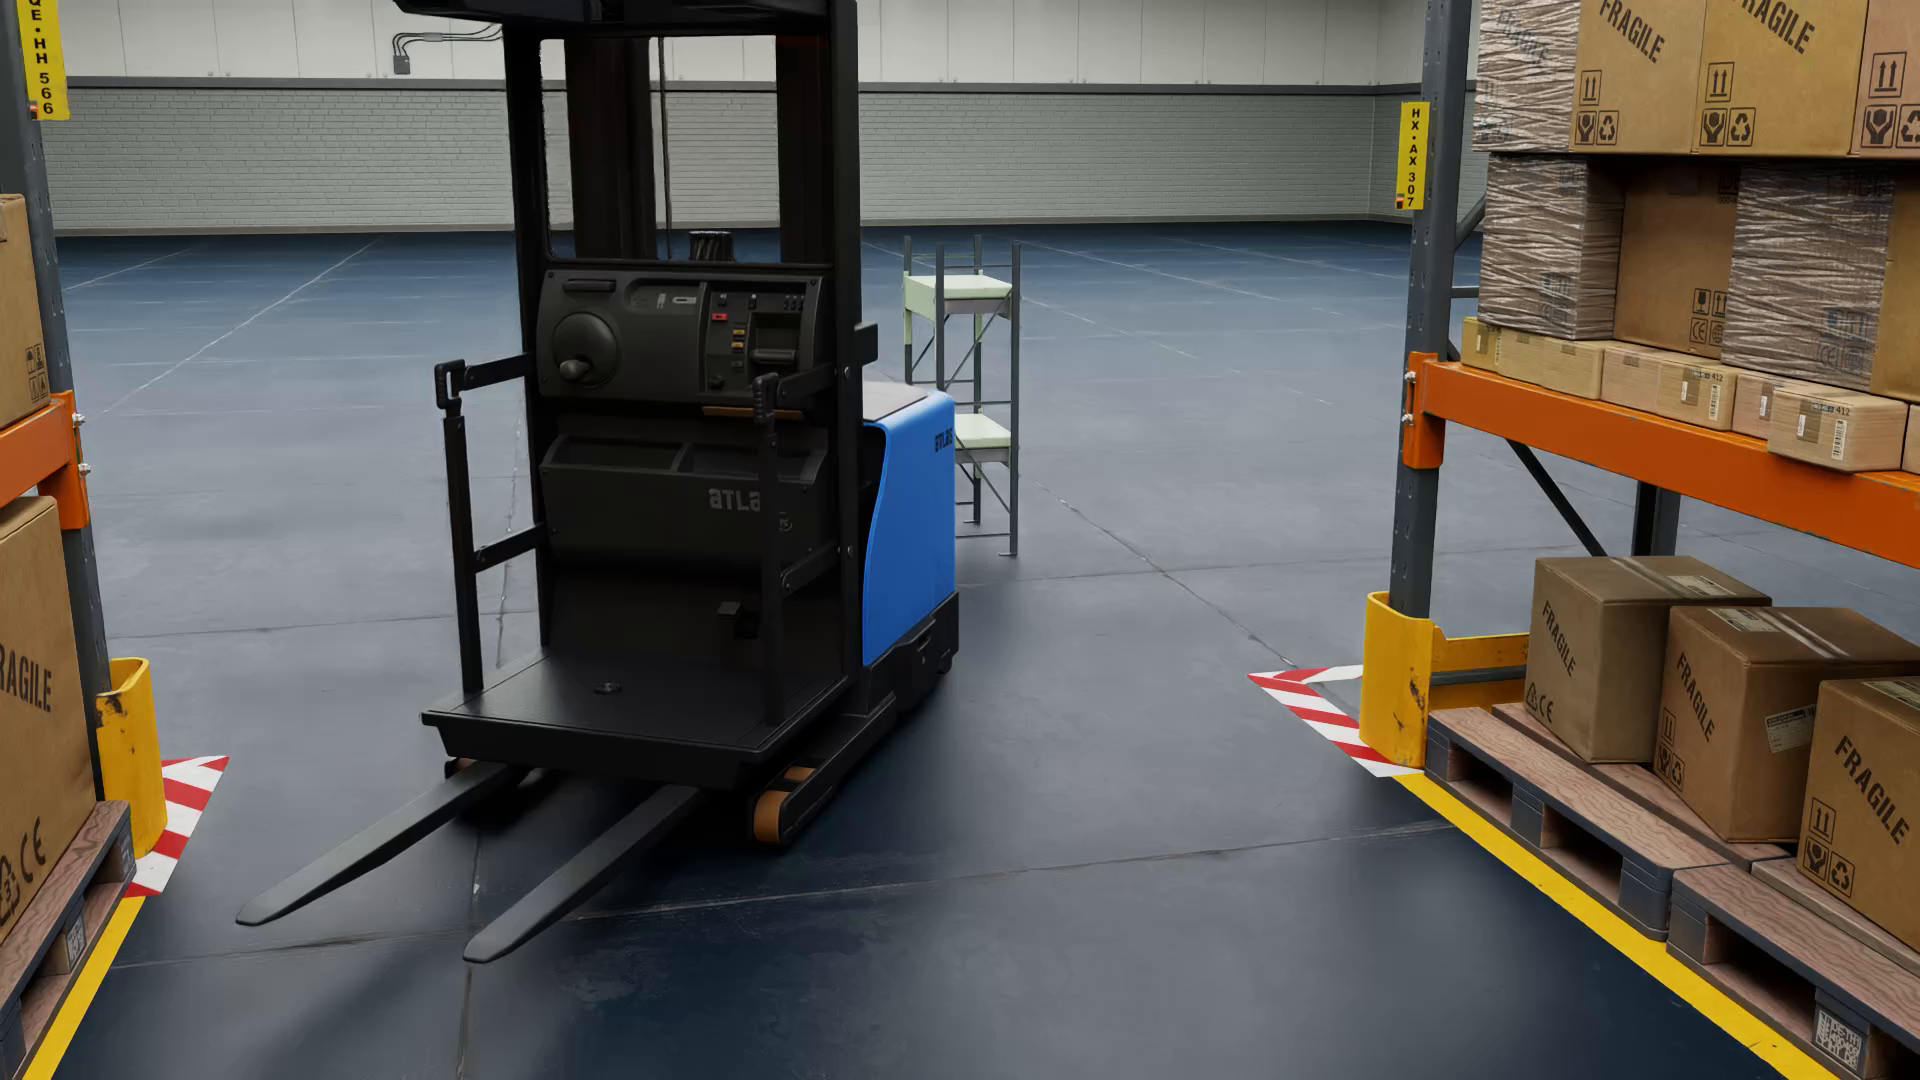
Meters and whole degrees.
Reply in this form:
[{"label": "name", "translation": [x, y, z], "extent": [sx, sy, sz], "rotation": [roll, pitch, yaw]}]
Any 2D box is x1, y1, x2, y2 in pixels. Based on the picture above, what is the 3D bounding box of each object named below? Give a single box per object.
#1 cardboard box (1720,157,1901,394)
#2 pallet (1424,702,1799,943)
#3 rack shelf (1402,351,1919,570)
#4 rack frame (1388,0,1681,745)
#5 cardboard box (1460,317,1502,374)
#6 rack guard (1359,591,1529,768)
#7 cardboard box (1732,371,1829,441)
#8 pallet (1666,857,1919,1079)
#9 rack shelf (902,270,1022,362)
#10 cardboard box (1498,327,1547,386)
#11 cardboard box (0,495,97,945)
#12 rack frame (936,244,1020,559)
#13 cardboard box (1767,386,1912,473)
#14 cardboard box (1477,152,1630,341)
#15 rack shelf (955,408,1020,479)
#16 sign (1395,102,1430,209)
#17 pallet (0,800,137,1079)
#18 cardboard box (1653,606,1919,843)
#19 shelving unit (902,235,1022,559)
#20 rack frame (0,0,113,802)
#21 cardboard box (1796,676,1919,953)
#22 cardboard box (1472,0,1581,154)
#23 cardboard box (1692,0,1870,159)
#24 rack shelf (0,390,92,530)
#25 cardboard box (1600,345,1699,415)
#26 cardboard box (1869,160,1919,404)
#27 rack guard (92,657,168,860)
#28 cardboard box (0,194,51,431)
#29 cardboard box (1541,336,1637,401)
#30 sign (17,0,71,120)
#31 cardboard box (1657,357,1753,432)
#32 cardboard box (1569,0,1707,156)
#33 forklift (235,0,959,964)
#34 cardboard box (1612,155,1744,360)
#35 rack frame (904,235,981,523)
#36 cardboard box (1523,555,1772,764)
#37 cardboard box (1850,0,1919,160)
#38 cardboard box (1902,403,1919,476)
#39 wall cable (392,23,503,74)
[{"label": "cardboard box", "translation": [2.349, -0.642, 3.897], "extent": [0.875, 0.500, 0.500], "rotation": [-3, 14, -13]}, {"label": "pallet", "translation": [2.112, 0.758, 4.880], "extent": [1.003, 0.211, 1.213], "rotation": [-3, 14, -13]}, {"label": "rack shelf", "translation": [2.407, 0.007, 3.593], "extent": [1.077, 0.370, 4.000], "rotation": [-3, 14, -13]}, {"label": "rack frame", "translation": [1.937, -0.804, 5.396], "extent": [1.000, 3.000, 0.127], "rotation": [-3, 14, -13]}, {"label": "cardboard box", "translation": [1.773, -0.603, 5.102], "extent": [0.380, 0.149, 0.250], "rotation": [-3, 14, -13]}, {"label": "rack guard", "translation": [1.955, 0.428, 5.621], "extent": [1.175, 0.500, 0.348], "rotation": [-3, 14, -13]}, {"label": "cardboard box", "translation": [2.073, -0.315, 3.924], "extent": [0.380, 0.149, 0.250], "rotation": [-3, 14, -13]}, {"label": "pallet", "translation": [2.395, 1.039, 3.730], "extent": [1.003, 0.211, 1.213], "rotation": [-3, 14, -13]}, {"label": "rack shelf", "translation": [-0.002, -1.109, 8.163], "extent": [0.431, 0.370, 0.720], "rotation": [-3, 14, -13]}, {"label": "cardboard box", "translation": [1.813, -0.544, 4.862], "extent": [0.380, 0.149, 0.250], "rotation": [-3, 14, -13]}, {"label": "cardboard box", "translation": [-2.684, 0.430, 3.937], "extent": [0.875, 0.875, 0.875], "rotation": [-3, 14, -13]}, {"label": "rack frame", "translation": [0.084, -0.646, 7.910], "extent": [0.400, 1.500, 0.023], "rotation": [-3, 14, -13]}, {"label": "cardboard box", "translation": [2.031, -0.251, 3.664], "extent": [0.380, 0.149, 0.250], "rotation": [-3, 14, -13]}, {"label": "cardboard box", "translation": [2.040, -0.868, 4.823], "extent": [0.875, 0.500, 0.500], "rotation": [-3, 14, -13]}, {"label": "rack shelf", "translation": [-0.002, -0.413, 8.333], "extent": [0.431, 0.370, 0.720], "rotation": [-3, 14, -13]}, {"label": "sign", "translation": [1.410, -1.194, 5.169], "extent": [0.100, 0.325, 0.005], "rotation": [-3, 14, -13]}, {"label": "pallet", "translation": [-2.644, 0.984, 3.954], "extent": [1.003, 0.211, 1.213], "rotation": [-3, 14, -13]}, {"label": "cardboard box", "translation": [2.241, 0.488, 4.493], "extent": [0.500, 0.500, 0.500], "rotation": [0, 14, 2]}, {"label": "shelving unit", "translation": [-0.002, -0.730, 8.255], "extent": [0.431, 1.500, 0.755], "rotation": [-3, 14, -13]}, {"label": "rack frame", "translation": [-2.908, -0.550, 4.360], "extent": [1.000, 3.000, 0.127], "rotation": [-3, 14, -13]}, {"label": "cardboard box", "translation": [2.370, 0.633, 3.897], "extent": [0.500, 0.500, 0.500], "rotation": [-2, 14, -8]}, {"label": "cardboard box", "translation": [1.802, -1.340, 4.649], "extent": [0.500, 0.500, 0.500], "rotation": [-3, 14, -13]}, {"label": "cardboard box", "translation": [2.031, -1.109, 3.703], "extent": [0.500, 0.500, 0.500], "rotation": [-3, 14, -13]}, {"label": "rack shelf", "translation": [-2.438, 0.260, 2.557], "extent": [1.077, 0.370, 4.000], "rotation": [-3, 14, -13]}, {"label": "cardboard box", "translation": [1.936, -0.429, 4.391], "extent": [0.380, 0.149, 0.250], "rotation": [-3, 14, -13]}, {"label": "cardboard box", "translation": [2.455, -0.526, 3.422], "extent": [0.875, 0.500, 0.500], "rotation": [-3, 14, -13]}, {"label": "rack guard", "translation": [-2.913, 0.658, 4.679], "extent": [1.175, 0.500, 0.348], "rotation": [-3, 14, -13]}, {"label": "cardboard box", "translation": [-2.776, -0.540, 4.002], "extent": [0.875, 0.550, 0.550], "rotation": [-3, 14, -13]}, {"label": "cardboard box", "translation": [1.857, -0.485, 4.622], "extent": [0.380, 0.149, 0.250], "rotation": [-3, 14, -13]}, {"label": "sign", "translation": [-2.377, -1.255, 4.305], "extent": [0.100, 0.325, 0.005], "rotation": [-3, 14, -13]}, {"label": "cardboard box", "translation": [1.987, -0.371, 4.153], "extent": [0.380, 0.149, 0.250], "rotation": [-3, 14, -13]}, {"label": "cardboard box", "translation": [1.912, -1.225, 4.175], "extent": [0.500, 0.500, 0.500], "rotation": [-3, 14, -13]}, {"label": "forklift", "translation": [-0.924, -0.642, 4.878], "extent": [1.130, 2.935, 3.031], "rotation": [4, 14, 17]}, {"label": "cardboard box", "translation": [2.274, -0.760, 4.378], "extent": [0.875, 0.500, 0.500], "rotation": [-3, 14, -13]}, {"label": "rack frame", "translation": [-0.088, -0.815, 8.601], "extent": [0.400, 1.500, 0.023], "rotation": [-3, 14, -13]}, {"label": "cardboard box", "translation": [2.068, 0.352, 5.049], "extent": [0.500, 0.500, 0.500], "rotation": [-1, 14, -3]}, {"label": "cardboard box", "translation": [2.154, -0.994, 3.232], "extent": [0.500, 0.500, 0.500], "rotation": [-3, 14, -13]}, {"label": "cardboard box", "translation": [2.218, -0.201, 3.458], "extent": [0.380, 0.149, 0.250], "rotation": [-3, 14, -13]}, {"label": "wall cable", "translation": [-10.453, -12.529, 33.583], "extent": [2.305, 6.003, 0.169], "rotation": [-3, 14, -13]}]
